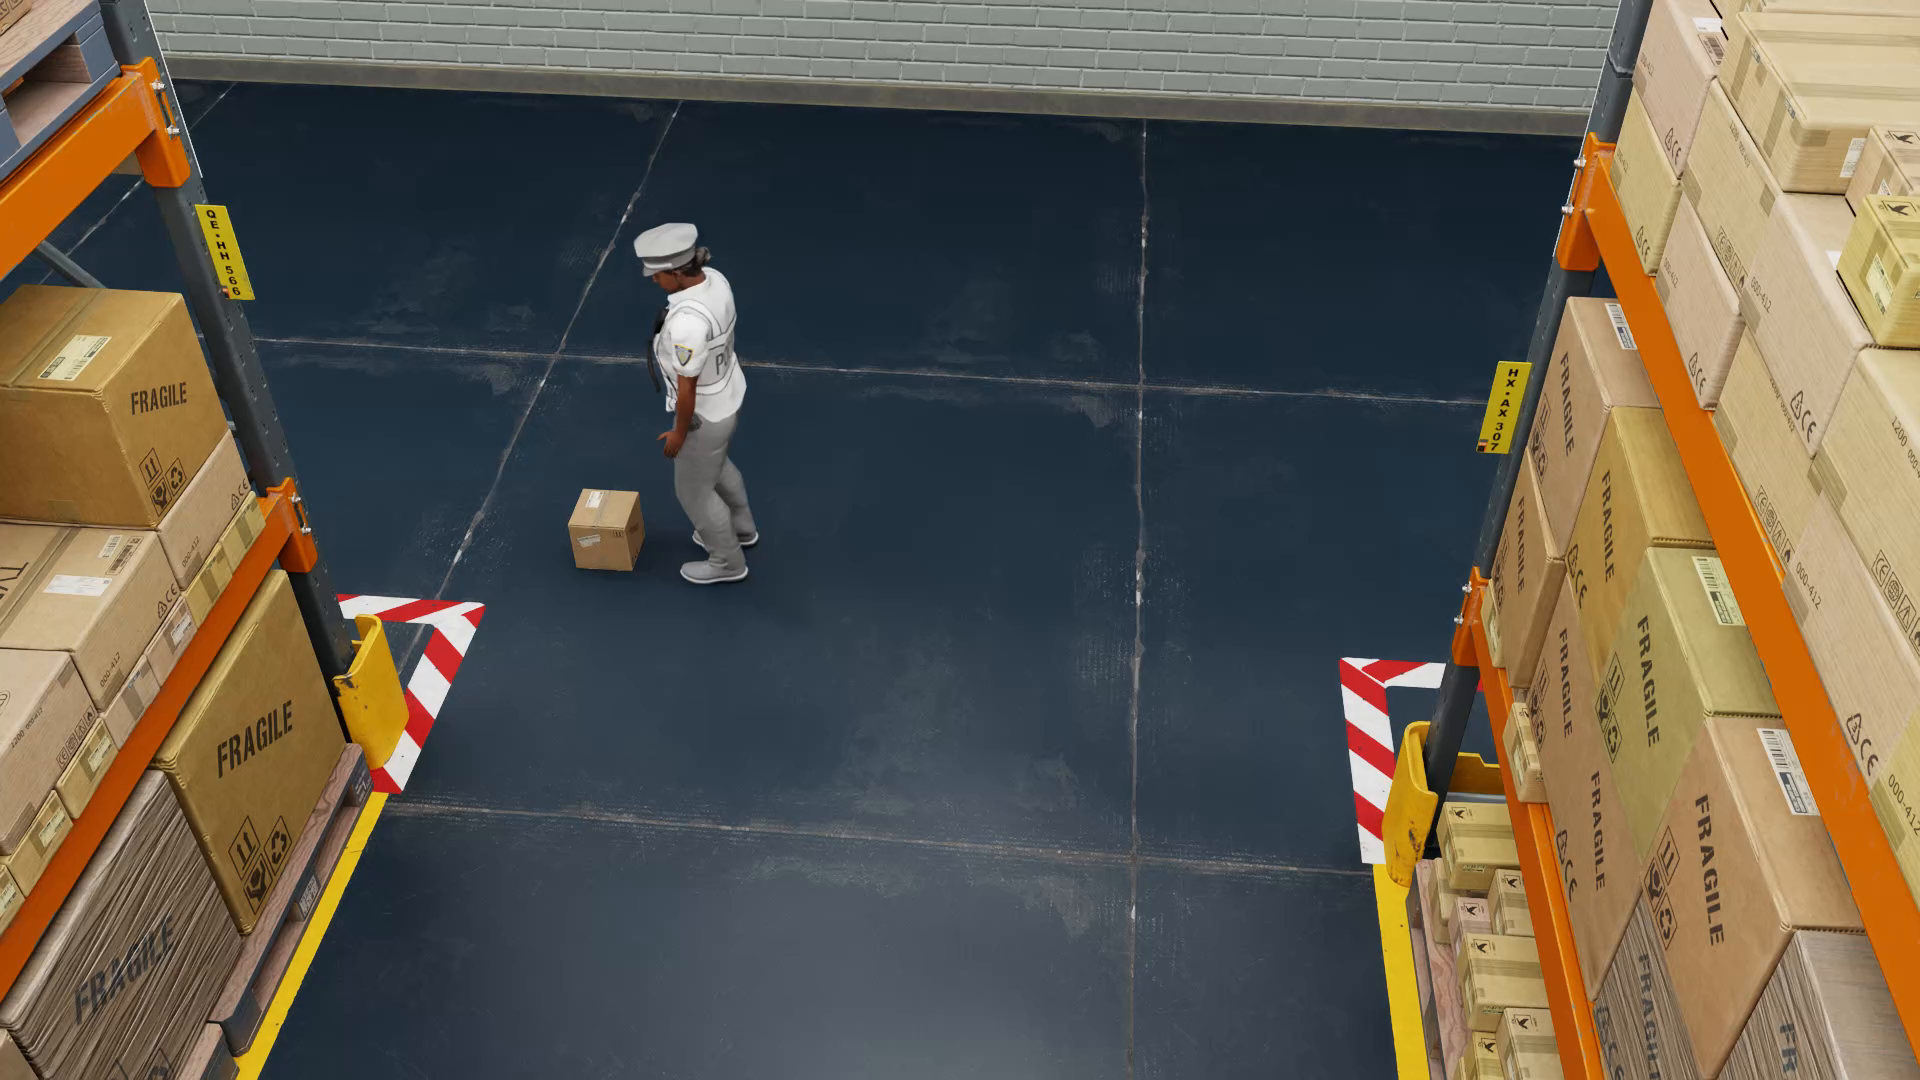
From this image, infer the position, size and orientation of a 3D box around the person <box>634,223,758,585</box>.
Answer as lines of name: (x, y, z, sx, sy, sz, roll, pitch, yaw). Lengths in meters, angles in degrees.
person: (-1.056, -0.528, 6.796, 0.351, 1.651, 0.443, 4, 40, 5)
